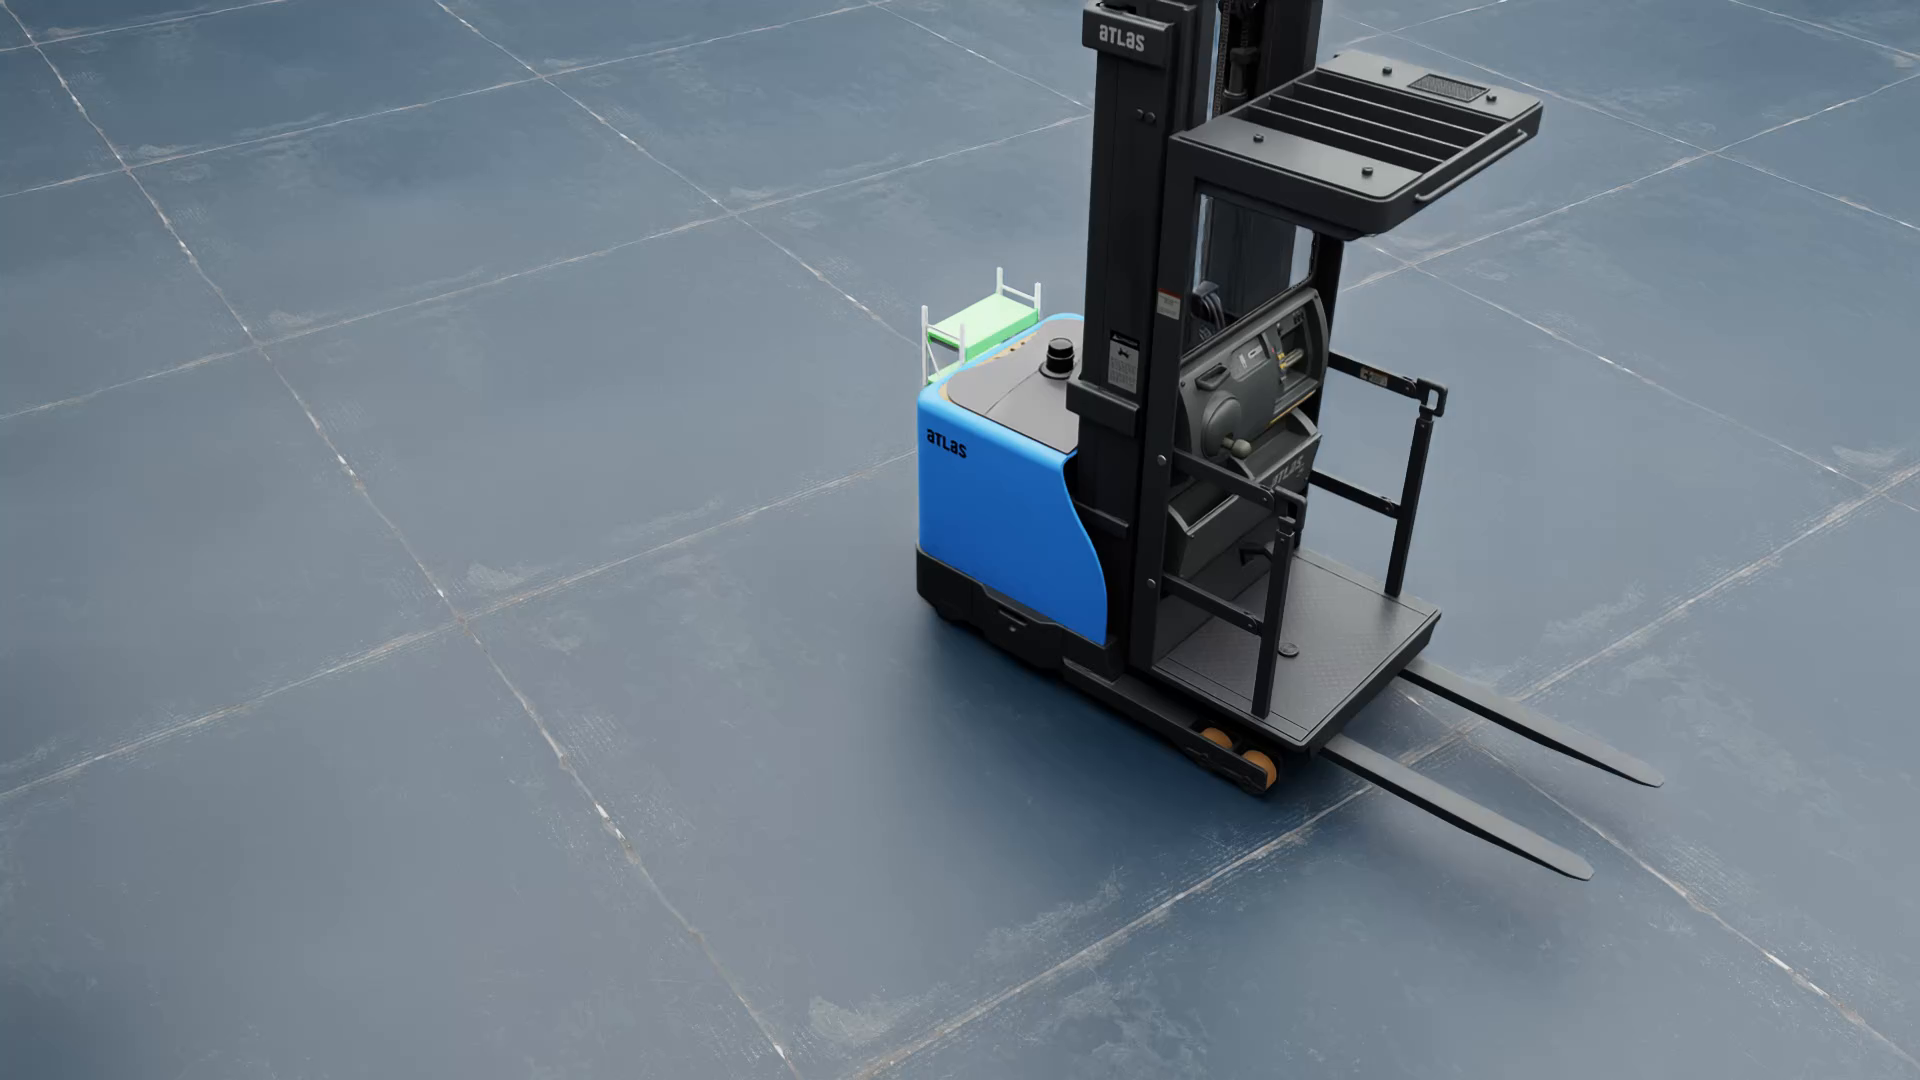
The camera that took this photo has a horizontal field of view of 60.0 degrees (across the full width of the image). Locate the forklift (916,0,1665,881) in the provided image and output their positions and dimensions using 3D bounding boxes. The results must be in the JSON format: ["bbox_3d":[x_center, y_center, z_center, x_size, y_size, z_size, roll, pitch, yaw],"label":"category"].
[{"bbox_3d":[1.249,-0.563,6.022,3.031,2.935,1.130,27,44,32],"label":"forklift"}]

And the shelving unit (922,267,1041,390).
[{"bbox_3d":[0.094,-0.567,7.511,0.258,1.200,0.503,28,44,33],"label":"shelving unit"}]

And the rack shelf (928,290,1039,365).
[{"bbox_3d":[0.094,-0.905,7.268,0.258,0.148,0.480,28,44,33],"label":"rack shelf"}]

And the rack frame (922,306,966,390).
[{"bbox_3d":[-0.070,-0.462,7.364,0.240,1.200,0.015,28,44,33],"label":"rack frame"}]

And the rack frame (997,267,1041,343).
[{"bbox_3d":[0.258,-0.673,7.658,0.240,1.200,0.015,28,44,33],"label":"rack frame"}]

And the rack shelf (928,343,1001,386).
[{"bbox_3d":[0.094,-0.710,7.408,0.258,0.148,0.480,28,44,33],"label":"rack shelf"}]
